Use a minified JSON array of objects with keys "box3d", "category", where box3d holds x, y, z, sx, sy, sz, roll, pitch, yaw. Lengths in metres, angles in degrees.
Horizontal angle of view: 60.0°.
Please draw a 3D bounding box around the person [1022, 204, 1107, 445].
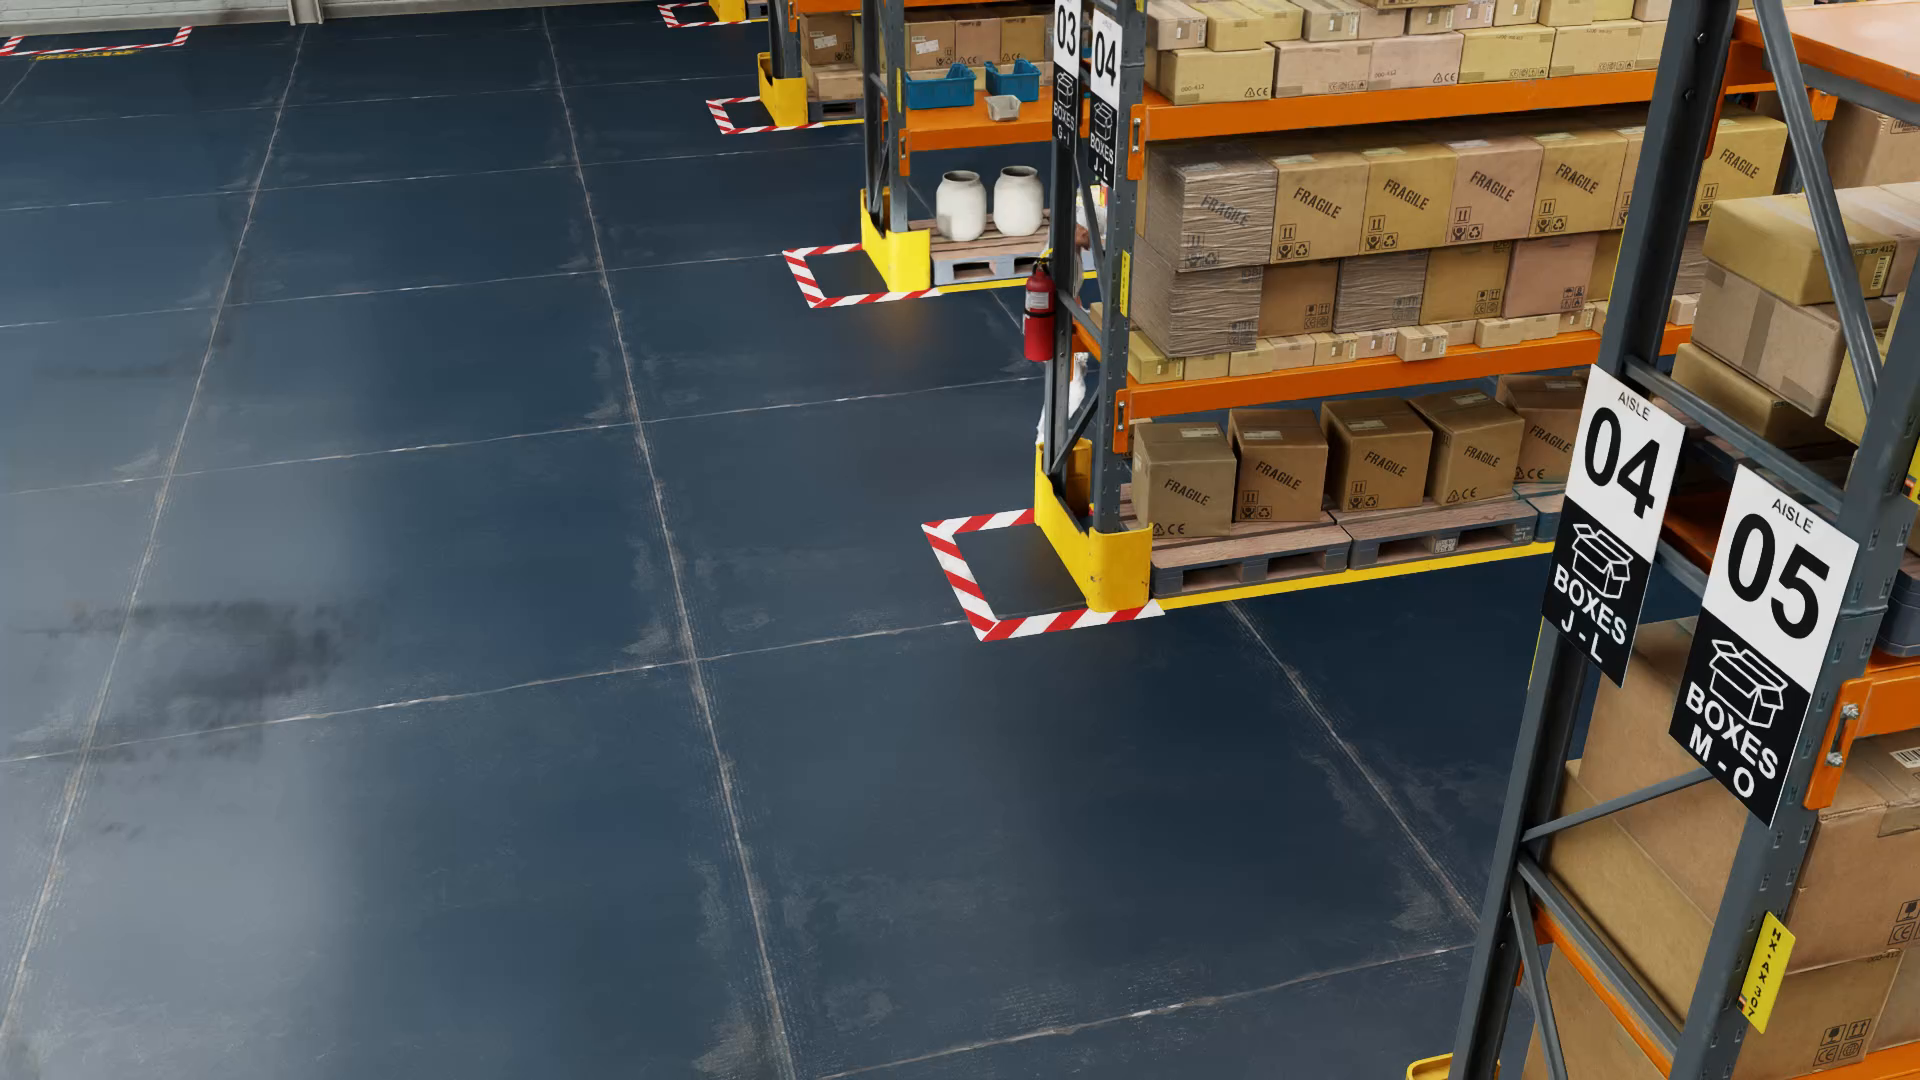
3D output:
[{"box3d":[0.684,-1.357,10.694,0.558,1.666,0.559,4,30,6],"category":"person"}]
